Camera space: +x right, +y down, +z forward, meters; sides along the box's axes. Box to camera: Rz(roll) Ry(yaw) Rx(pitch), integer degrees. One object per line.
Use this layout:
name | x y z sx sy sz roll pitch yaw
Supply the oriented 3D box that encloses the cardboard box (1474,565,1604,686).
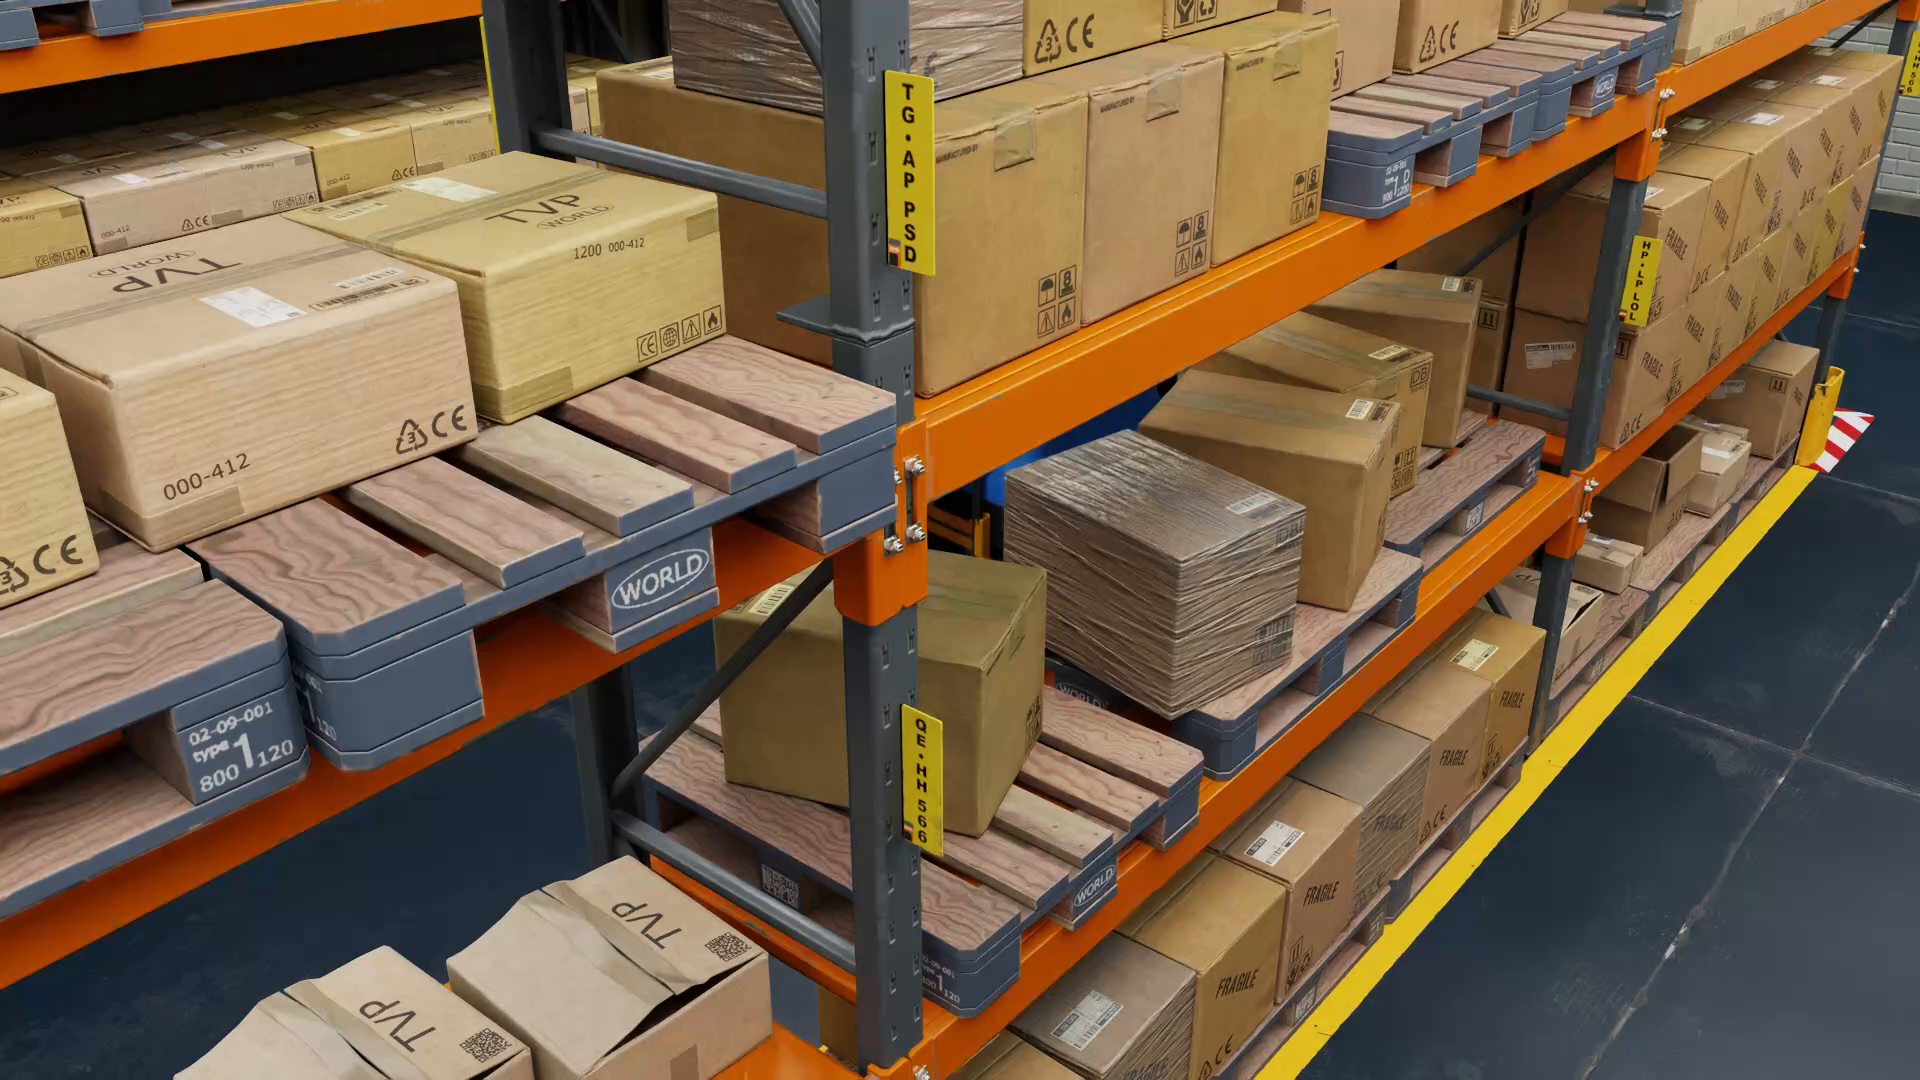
cardboard box | 2.474 0.328 7.299 0.500 0.311 0.500 21 34 34

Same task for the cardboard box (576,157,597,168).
cardboard box | -2.201 -1.796 8.503 0.500 0.500 0.500 21 34 35

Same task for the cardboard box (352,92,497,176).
cardboard box | -2.542 -1.950 7.985 0.500 0.250 0.500 22 34 35

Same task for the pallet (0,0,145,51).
pallet | -3.961 -2.106 6.496 1.213 0.211 1.003 23 35 37

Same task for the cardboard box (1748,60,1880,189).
cardboard box | 4.193 -2.074 8.298 0.500 0.500 0.500 22 34 36

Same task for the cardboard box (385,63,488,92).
cardboard box | -2.606 -2.276 8.614 0.500 0.250 0.500 21 34 35

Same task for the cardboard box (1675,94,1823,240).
cardboard box | 3.540 -1.707 7.588 0.500 0.500 0.500 22 35 36

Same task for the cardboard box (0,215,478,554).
cardboard box | -1.069 -0.251 2.412 0.500 0.250 0.500 22 34 36

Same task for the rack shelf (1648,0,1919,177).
rack shelf | 3.312 -2.307 7.463 1.077 0.370 4.000 21 34 34

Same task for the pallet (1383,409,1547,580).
pallet | 1.447 -0.248 6.175 1.003 0.211 1.213 21 34 34

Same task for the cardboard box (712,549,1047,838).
cardboard box | -0.191 0.346 4.251 0.700 0.500 0.500 10 29 18

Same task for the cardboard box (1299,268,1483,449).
cardboard box | 1.566 -0.713 6.299 0.700 0.500 0.500 9 29 18

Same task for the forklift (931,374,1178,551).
forklift | 1.027 -1.791 9.022 1.130 2.935 3.031 24 36 38

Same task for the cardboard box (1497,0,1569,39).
cardboard box | 1.663 -2.036 5.481 0.600 0.600 0.600 17 32 30

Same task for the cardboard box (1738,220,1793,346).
cardboard box | 3.540 -1.270 7.832 0.500 0.500 0.500 20 34 34

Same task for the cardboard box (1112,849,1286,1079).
cardboard box | 0.657 1.306 5.202 0.500 0.500 0.500 20 34 34

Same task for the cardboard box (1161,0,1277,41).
cardboard box | 0.427 -1.502 3.928 0.500 0.500 0.500 21 34 34

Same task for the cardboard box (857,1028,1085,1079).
cardboard box | 0.006 1.670 4.499 0.500 0.500 0.500 22 35 36

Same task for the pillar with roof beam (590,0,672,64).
pillar with roof beam | 1.315 -3.939 6.570 9.100 9.000 0.400 21 34 34

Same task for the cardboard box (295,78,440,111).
cardboard box | -2.921 -2.096 8.267 0.500 0.250 0.500 19 33 33

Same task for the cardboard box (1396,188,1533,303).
cardboard box | 2.162 -1.329 6.857 0.500 0.500 0.500 21 34 35

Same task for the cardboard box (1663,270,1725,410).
cardboard box | 2.898 -0.913 7.142 0.500 0.500 0.500 21 34 35

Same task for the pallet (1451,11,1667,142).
pallet | 1.571 -1.623 5.563 1.213 0.211 1.003 21 34 34

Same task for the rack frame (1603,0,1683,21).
rack frame | 2.040 -3.250 5.238 1.000 3.000 0.127 21 34 34

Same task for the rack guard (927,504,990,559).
rack guard | -0.078 -0.094 8.660 0.587 0.250 0.087 24 36 38

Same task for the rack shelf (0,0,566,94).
rack shelf | -3.057 -2.335 7.518 1.077 0.370 4.000 21 34 34

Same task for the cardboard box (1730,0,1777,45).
cardboard box | 2.861 -2.127 6.495 0.500 0.250 0.500 21 34 34

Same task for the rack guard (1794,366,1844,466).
rack guard | 4.536 -0.866 9.880 1.175 0.500 0.348 21 34 34

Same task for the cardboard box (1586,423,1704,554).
cardboard box | 3.231 -0.339 8.379 0.797 0.503 0.637 21 34 34

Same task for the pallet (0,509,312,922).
pallet | -1.576 0.249 1.945 1.003 0.211 1.213 23 35 37

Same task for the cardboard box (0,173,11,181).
cardboard box | -4.241 -1.368 6.860 0.500 0.250 0.500 22 34 36

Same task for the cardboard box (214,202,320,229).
cardboard box | -3.166 -1.255 7.457 0.500 0.500 0.500 21 34 34

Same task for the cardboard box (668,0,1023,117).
cardboard box | -0.222 -1.140 3.228 0.500 0.500 0.500 21 34 34

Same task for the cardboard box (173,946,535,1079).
cardboard box | -1.223 1.133 3.392 0.500 0.311 0.500 20 34 34

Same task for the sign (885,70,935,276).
sign | -0.081 -0.599 2.730 0.100 0.325 0.005 21 34 34

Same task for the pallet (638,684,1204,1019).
pallet | -0.127 0.658 4.423 1.213 0.211 1.003 21 34 34

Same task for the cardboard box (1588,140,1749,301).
cardboard box | 2.885 -1.341 6.882 0.500 0.500 0.500 20 33 33

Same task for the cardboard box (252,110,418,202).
cardboard box | -2.865 -1.769 7.635 0.500 0.250 0.500 20 33 33

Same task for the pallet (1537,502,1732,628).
pallet | 3.253 -0.024 8.567 1.003 0.211 1.213 21 34 34

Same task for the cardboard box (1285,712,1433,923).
cardboard box | 1.307 0.939 5.912 0.500 0.500 0.500 21 34 35

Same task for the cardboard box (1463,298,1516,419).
cardboard box | 2.160 -0.882 7.081 0.500 0.500 0.500 21 34 35

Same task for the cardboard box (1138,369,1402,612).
cardboard box | 0.964 -0.172 5.251 0.700 0.500 0.500 12 30 22

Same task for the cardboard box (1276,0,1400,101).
cardboard box | 0.816 -1.562 4.565 0.600 0.600 0.600 19 33 33

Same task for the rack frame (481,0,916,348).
rack frame | -0.504 -1.831 2.497 1.000 3.000 0.127 21 34 34

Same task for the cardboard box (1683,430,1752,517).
cardboard box | 3.801 -0.385 8.743 0.500 0.250 0.500 21 34 34

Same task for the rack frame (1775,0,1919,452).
rack frame | 4.584 -2.003 9.358 1.000 3.000 0.127 21 34 34

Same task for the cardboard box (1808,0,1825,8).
cardboard box | 3.496 -2.482 7.182 0.500 0.250 0.500 21 34 34

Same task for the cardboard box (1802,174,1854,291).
cardboard box | 4.182 -1.624 8.517 0.500 0.500 0.500 21 34 35

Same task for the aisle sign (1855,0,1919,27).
aisle sign | 4.864 -3.093 8.634 0.394 0.787 0.004 21 34 34

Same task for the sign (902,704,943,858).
sign | -0.074 0.480 3.298 0.100 0.325 0.005 21 34 34

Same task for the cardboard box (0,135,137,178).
cardboard box | -3.909 -1.551 7.213 0.500 0.250 0.500 19 33 33

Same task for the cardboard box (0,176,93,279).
cardboard box | -3.823 -1.228 6.588 0.500 0.250 0.500 22 34 36

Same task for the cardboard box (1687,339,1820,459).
cardboard box | 4.428 -0.824 9.319 0.500 0.500 0.500 21 34 34

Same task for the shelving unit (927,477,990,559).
shelving unit | -0.423 -0.485 8.055 0.587 1.500 1.083 24 36 38

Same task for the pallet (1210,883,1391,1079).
pallet | 0.776 1.387 5.838 1.003 0.211 1.213 21 34 34

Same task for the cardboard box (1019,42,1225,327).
cardboard box | 0.072 -0.889 3.830 0.910 0.500 0.500 21 34 34

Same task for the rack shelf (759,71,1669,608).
rack shelf | 0.768 -0.889 4.722 1.077 0.370 4.000 21 34 34

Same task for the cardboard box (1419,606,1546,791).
cardboard box | 1.947 0.588 6.590 0.500 0.500 0.500 21 34 34
